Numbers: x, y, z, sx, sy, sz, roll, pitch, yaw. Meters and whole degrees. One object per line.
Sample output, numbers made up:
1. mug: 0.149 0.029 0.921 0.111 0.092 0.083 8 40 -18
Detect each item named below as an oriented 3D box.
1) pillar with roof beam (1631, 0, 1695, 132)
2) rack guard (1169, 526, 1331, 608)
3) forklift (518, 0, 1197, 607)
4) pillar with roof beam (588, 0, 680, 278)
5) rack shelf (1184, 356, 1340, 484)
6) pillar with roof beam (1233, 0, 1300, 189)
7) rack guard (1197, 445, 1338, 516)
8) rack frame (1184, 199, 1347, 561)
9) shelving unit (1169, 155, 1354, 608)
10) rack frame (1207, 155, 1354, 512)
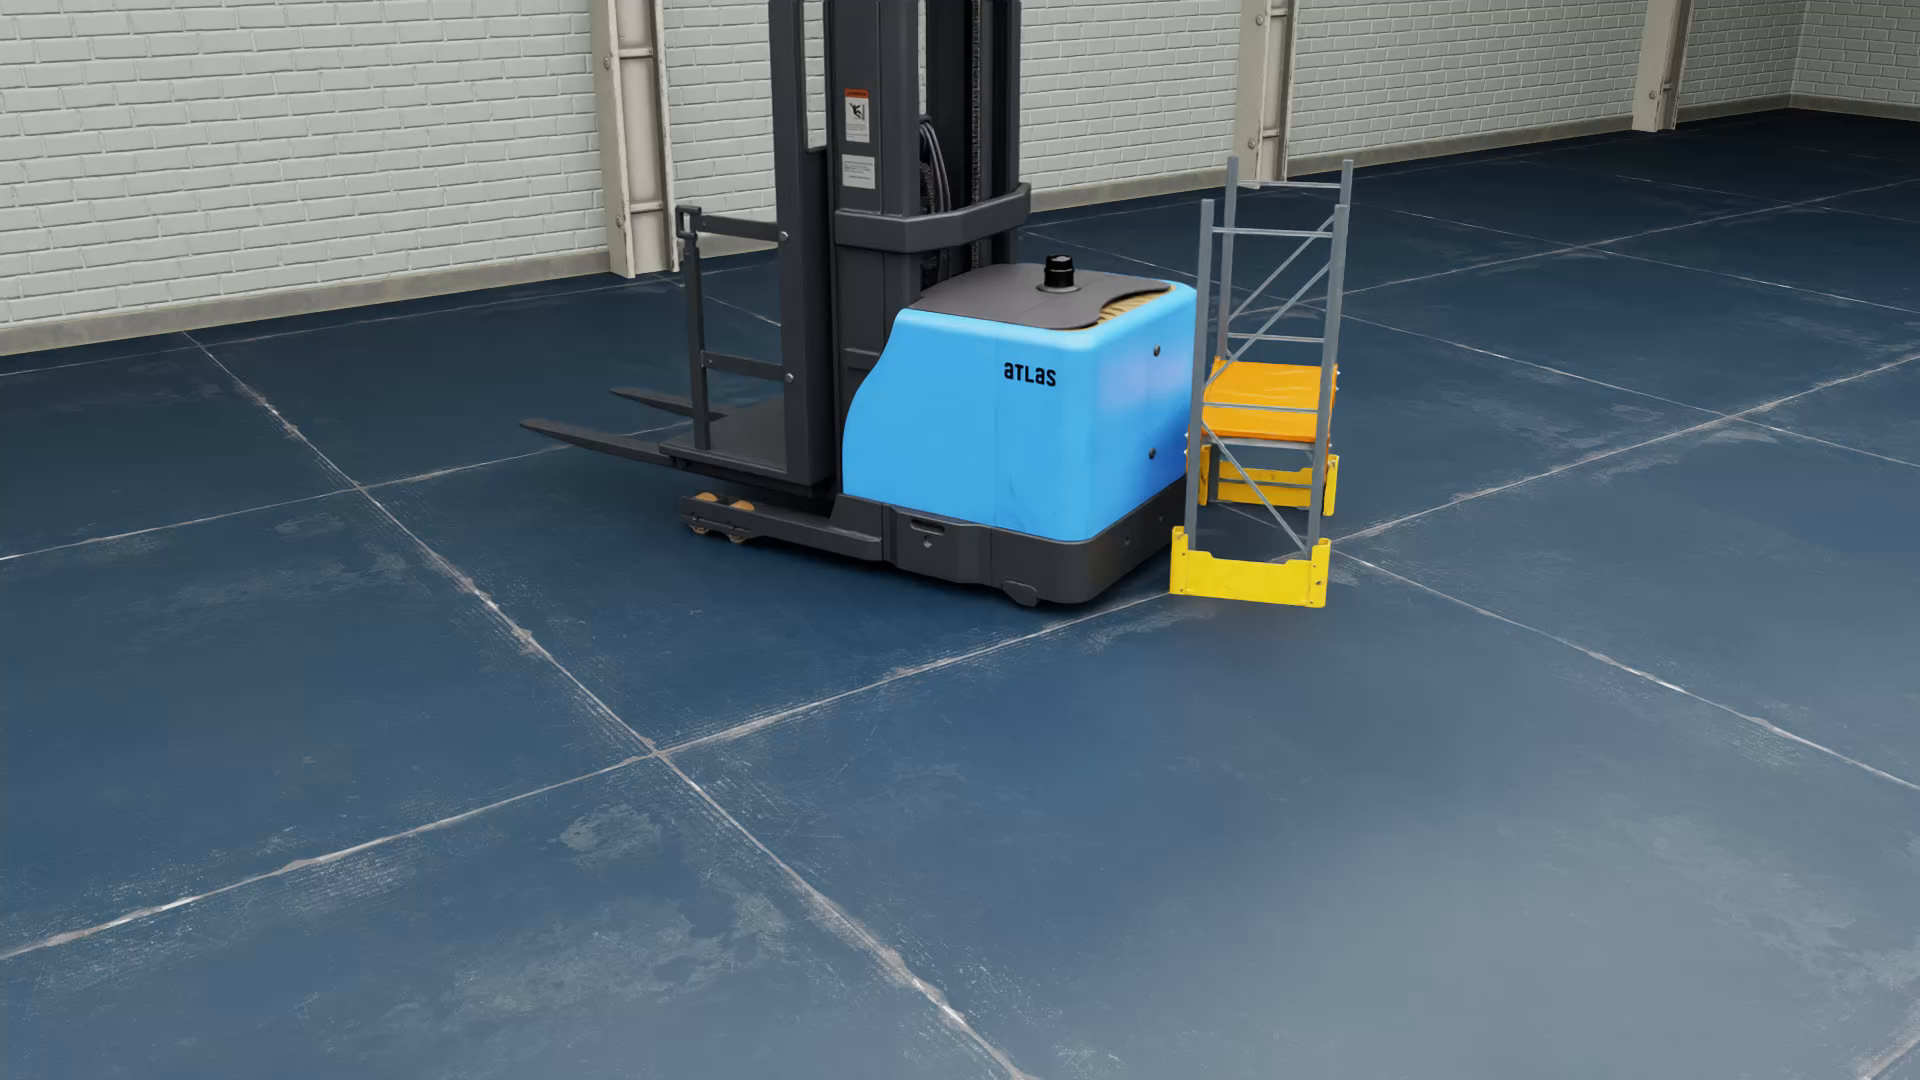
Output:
1. pillar with roof beam: 10.053 -7.361 13.202 0.400 9.000 9.100 -15 26 -33
2. rack guard: 1.095 0.101 6.306 0.587 0.250 0.087 5 22 13
3. forklift: -0.575 -1.505 6.713 3.031 2.935 1.130 13 25 29
4. pillar with roof beam: 0.312 -4.764 6.693 0.400 9.000 9.100 -15 26 -33
5. rack shelf: 1.214 -0.495 6.599 0.538 0.185 1.000 5 22 13
6. pillar with roof beam: 5.183 -6.063 9.948 0.400 9.000 9.100 -15 26 -33
7. rack guard: 1.329 -0.258 7.205 0.587 0.250 0.087 5 22 13
8. rack frame: 1.095 -0.479 6.074 0.500 1.500 0.032 5 22 13
9. shelving unit: 1.212 -0.659 6.524 0.587 1.500 1.083 5 22 13
10. rack frame: 1.334 -0.845 6.991 0.500 1.500 0.032 5 22 13
